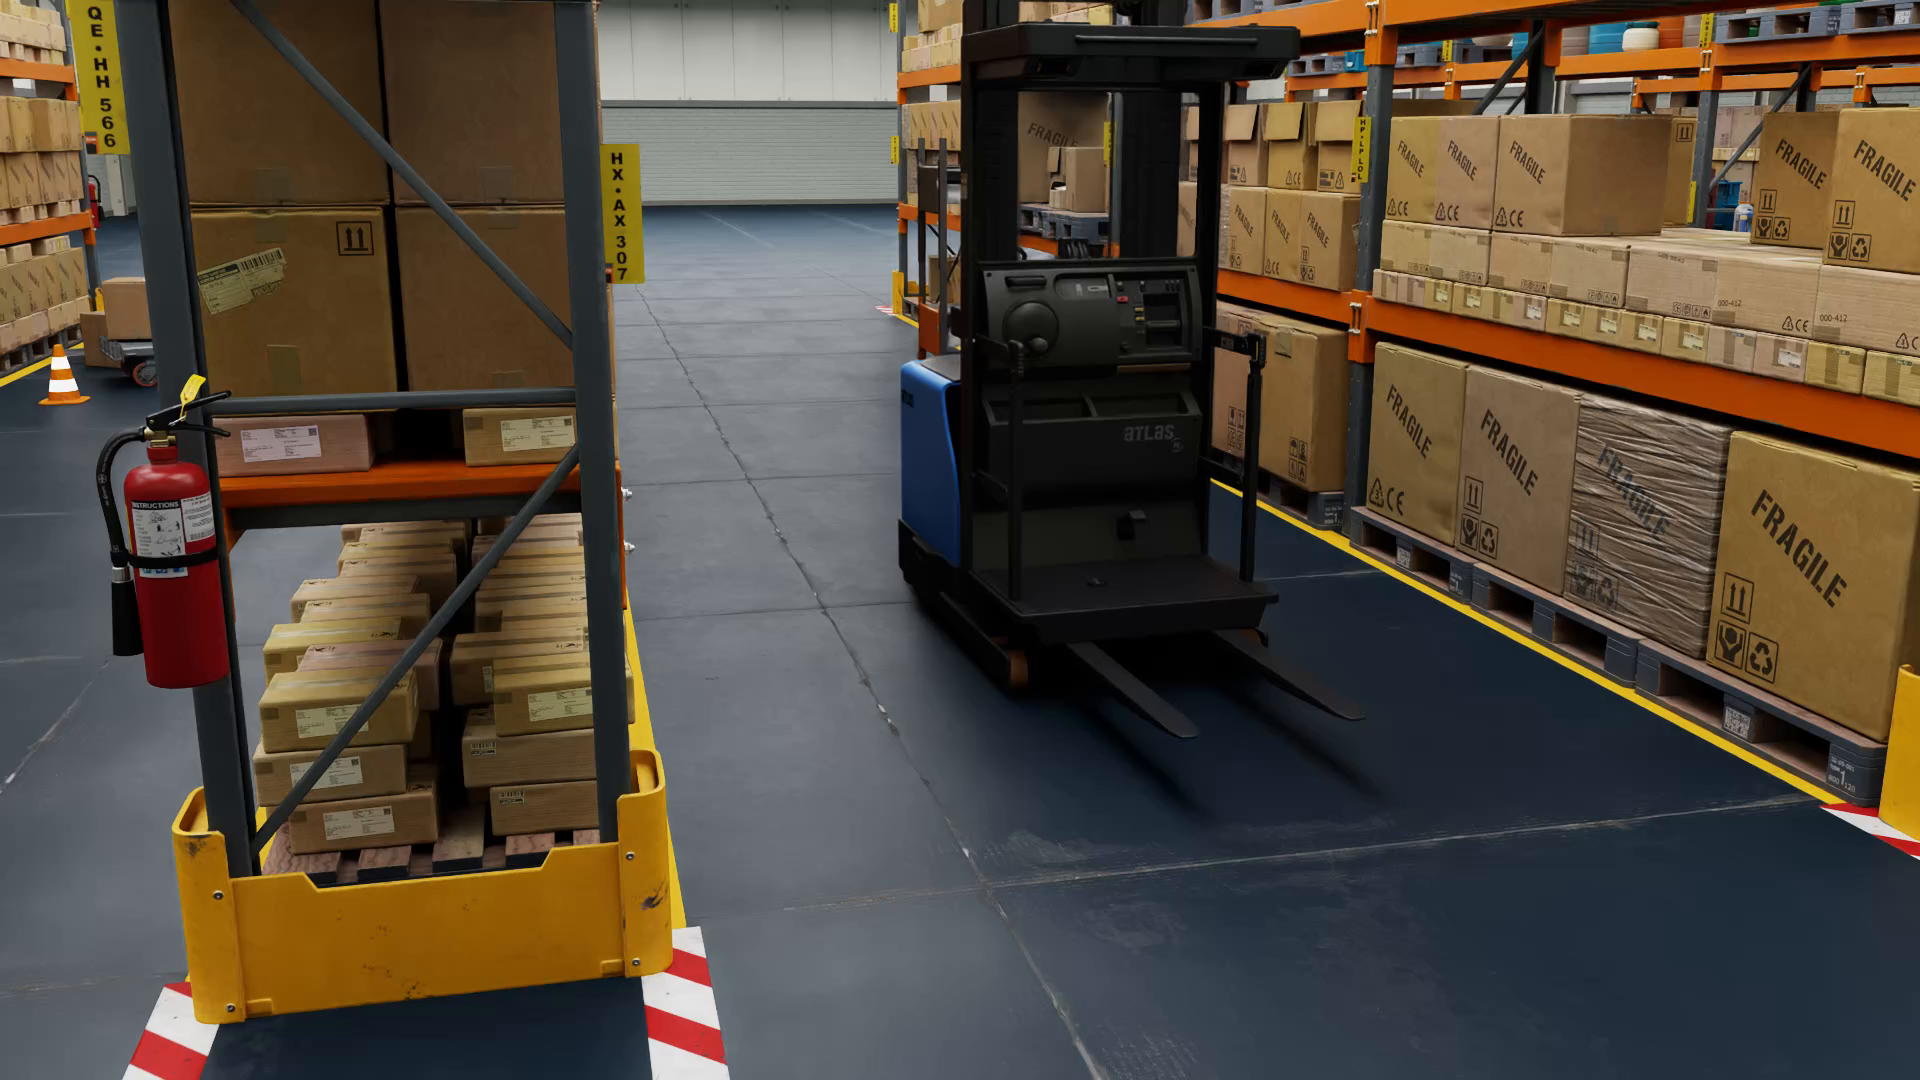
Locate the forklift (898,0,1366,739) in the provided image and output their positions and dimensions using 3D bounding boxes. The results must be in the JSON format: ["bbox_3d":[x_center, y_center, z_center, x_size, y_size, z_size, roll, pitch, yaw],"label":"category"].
[{"bbox_3d":[0.609,-0.904,6.587,1.129,2.867,3.031,-4,14,-16],"label":"forklift"}]

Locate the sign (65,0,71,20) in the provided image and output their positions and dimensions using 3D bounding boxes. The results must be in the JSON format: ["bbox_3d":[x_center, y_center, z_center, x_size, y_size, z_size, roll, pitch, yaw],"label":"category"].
[{"bbox_3d":[-9.335,-5.627,17.455,0.100,0.325,0.005,-3,14,-13],"label":"sign"}]

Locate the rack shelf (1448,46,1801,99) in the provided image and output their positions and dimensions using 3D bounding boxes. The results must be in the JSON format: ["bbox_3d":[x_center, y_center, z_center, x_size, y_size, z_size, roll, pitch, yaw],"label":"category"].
[{"bbox_3d":[5.978,-4.266,15.263,1.077,0.370,4.000,-3,14,-13],"label":"rack shelf"}]

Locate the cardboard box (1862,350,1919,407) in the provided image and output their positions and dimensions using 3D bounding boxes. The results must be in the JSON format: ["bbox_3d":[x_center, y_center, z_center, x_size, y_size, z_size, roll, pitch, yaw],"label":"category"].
[{"bbox_3d":[3.108,-0.517,5.252,0.380,0.149,0.250,-3,14,-12],"label":"cardboard box"}]

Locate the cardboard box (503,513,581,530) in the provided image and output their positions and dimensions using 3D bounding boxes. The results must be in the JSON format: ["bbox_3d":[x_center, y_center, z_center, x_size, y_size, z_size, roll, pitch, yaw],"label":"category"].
[{"bbox_3d":[-1.634,-0.050,6.680,0.380,0.149,0.250,-4,14,-16],"label":"cardboard box"}]

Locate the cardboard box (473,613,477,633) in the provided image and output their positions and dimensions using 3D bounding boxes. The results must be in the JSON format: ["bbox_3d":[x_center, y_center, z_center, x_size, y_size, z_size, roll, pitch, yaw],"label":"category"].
[{"bbox_3d":[-1.469,0.340,5.710,0.380,0.149,0.250,-4,14,-16],"label":"cardboard box"}]

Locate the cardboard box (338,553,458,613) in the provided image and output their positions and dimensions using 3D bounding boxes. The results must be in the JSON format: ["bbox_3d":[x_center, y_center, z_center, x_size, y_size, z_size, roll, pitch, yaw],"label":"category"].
[{"bbox_3d":[-1.962,0.159,5.825,0.380,0.149,0.250,-4,14,-15],"label":"cardboard box"}]

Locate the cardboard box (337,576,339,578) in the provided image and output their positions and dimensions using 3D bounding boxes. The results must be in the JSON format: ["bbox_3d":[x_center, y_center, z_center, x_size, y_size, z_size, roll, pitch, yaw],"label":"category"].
[{"bbox_3d":[-2.160,0.190,6.326,0.380,0.149,0.250,-3,14,-14],"label":"cardboard box"}]

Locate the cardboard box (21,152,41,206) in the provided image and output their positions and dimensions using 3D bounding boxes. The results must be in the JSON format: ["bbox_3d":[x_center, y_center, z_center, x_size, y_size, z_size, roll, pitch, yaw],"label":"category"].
[{"bbox_3d":[-9.156,-3.448,15.881,0.500,0.500,0.500,-3,14,-13],"label":"cardboard box"}]

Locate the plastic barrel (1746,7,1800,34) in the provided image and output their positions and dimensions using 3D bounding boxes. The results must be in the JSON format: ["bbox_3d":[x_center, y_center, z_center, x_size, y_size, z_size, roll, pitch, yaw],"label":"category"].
[{"bbox_3d":[6.672,-4.297,13.639,0.421,0.512,0.421,0,14,0],"label":"plastic barrel"}]

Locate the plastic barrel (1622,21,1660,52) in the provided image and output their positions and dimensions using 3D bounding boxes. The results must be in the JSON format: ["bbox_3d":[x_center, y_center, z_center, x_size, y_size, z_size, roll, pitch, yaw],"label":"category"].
[{"bbox_3d":[5.922,-4.367,14.453,0.301,0.262,0.301,0,14,0],"label":"plastic barrel"}]

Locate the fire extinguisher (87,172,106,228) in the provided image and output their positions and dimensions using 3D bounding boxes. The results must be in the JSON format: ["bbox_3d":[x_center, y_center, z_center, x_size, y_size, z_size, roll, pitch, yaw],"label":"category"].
[{"bbox_3d":[-9.458,-3.728,18.031,0.296,0.674,0.183,-3,14,-13],"label":"fire extinguisher"}]

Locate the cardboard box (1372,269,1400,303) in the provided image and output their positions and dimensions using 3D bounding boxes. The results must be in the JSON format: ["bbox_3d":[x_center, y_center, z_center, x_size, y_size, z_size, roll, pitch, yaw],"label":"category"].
[{"bbox_3d":[2.319,-1.289,8.413,0.380,0.149,0.250,-3,14,-13],"label":"cardboard box"}]

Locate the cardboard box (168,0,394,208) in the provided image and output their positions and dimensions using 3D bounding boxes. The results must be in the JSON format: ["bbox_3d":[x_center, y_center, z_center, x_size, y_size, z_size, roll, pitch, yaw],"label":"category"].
[{"bbox_3d":[-1.682,-1.092,4.134,0.500,0.500,0.500,-4,14,-14],"label":"cardboard box"}]

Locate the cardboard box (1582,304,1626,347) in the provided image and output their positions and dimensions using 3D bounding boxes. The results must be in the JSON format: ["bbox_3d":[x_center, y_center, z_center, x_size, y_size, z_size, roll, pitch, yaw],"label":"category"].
[{"bbox_3d":[2.749,-0.870,6.695,0.380,0.149,0.250,-3,14,-12],"label":"cardboard box"}]

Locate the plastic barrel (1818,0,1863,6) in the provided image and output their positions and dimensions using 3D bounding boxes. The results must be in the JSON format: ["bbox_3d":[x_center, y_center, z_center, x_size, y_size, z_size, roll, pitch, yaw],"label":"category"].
[{"bbox_3d":[6.473,-4.025,12.205,0.294,0.245,0.294,0,14,0],"label":"plastic barrel"}]

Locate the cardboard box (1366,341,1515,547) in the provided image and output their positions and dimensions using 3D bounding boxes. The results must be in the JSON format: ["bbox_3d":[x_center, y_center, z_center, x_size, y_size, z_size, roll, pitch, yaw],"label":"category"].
[{"bbox_3d":[2.650,-0.513,8.299,0.875,0.875,0.875,-3,14,-13],"label":"cardboard box"}]

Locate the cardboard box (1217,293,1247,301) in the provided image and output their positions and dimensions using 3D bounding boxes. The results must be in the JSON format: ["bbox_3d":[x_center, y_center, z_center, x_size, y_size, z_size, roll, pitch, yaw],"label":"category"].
[{"bbox_3d":[1.977,-1.226,11.218,1.225,0.875,0.875,-3,14,-13],"label":"cardboard box"}]

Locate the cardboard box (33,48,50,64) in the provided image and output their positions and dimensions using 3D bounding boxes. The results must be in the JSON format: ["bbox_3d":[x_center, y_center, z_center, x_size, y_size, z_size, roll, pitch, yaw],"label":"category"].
[{"bbox_3d":[-9.403,-4.863,16.723,0.380,0.149,0.250,-3,14,-11],"label":"cardboard box"}]

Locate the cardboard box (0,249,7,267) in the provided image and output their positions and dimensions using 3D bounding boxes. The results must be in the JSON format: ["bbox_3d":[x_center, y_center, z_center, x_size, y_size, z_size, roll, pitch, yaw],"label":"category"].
[{"bbox_3d":[-8.786,-2.522,14.892,0.380,0.149,0.250,-3,14,-12],"label":"cardboard box"}]

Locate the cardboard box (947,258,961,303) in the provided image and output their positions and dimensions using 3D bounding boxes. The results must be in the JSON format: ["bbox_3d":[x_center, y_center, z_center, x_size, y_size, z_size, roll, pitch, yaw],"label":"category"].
[{"bbox_3d":[0.058,-2.975,19.166,0.500,0.500,0.500,0,14,2],"label":"cardboard box"}]

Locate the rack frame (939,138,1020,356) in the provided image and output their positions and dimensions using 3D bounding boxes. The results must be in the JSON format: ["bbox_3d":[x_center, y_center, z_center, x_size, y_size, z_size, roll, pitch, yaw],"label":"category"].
[{"bbox_3d":[0.096,-0.926,8.291,0.400,2.100,0.015,-3,14,-13],"label":"rack frame"}]

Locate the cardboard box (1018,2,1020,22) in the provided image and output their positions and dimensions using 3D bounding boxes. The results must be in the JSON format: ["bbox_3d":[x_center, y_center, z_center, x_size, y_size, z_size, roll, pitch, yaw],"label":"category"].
[{"bbox_3d":[0.708,-4.941,15.408,0.797,0.503,0.637,-4,14,-16],"label":"cardboard box"}]

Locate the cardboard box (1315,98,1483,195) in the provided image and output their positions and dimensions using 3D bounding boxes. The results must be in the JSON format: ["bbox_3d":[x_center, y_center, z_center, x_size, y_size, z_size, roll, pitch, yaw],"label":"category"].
[{"bbox_3d":[2.414,-2.181,9.208,0.797,0.503,0.637,-4,14,-15],"label":"cardboard box"}]

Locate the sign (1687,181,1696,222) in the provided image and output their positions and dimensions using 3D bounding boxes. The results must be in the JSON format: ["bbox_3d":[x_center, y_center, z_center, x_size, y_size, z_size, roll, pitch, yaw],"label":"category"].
[{"bbox_3d":[5.914,-2.744,13.493,0.100,0.325,0.005,-3,14,-13],"label":"sign"}]

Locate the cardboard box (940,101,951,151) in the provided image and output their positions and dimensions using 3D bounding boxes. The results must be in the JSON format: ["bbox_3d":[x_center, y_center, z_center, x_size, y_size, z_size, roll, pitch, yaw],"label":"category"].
[{"bbox_3d":[0.085,-4.341,17.433,0.500,0.500,0.500,-3,14,-13],"label":"cardboard box"}]

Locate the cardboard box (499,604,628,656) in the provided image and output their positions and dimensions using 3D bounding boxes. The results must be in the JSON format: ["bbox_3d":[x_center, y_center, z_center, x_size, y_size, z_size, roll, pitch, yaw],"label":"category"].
[{"bbox_3d":[-1.242,0.308,5.215,0.380,0.149,0.250,-3,14,-13],"label":"cardboard box"}]

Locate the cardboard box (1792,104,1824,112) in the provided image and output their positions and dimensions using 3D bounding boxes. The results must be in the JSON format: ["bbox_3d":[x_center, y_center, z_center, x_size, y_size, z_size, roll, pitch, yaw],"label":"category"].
[{"bbox_3d":[10.093,-4.792,19.277,0.700,0.500,0.500,-3,14,-13],"label":"cardboard box"}]

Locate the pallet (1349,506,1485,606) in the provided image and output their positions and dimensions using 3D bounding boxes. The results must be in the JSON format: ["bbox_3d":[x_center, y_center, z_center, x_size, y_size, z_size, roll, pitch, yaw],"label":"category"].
[{"bbox_3d":[2.675,0.036,8.333,1.003,0.211,1.213,-3,14,-13],"label":"pallet"}]

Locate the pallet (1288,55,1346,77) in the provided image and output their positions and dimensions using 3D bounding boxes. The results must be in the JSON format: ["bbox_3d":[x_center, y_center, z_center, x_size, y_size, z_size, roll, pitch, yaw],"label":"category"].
[{"bbox_3d":[4.668,-5.711,20.062,1.003,0.211,1.213,-3,14,-13],"label":"pallet"}]

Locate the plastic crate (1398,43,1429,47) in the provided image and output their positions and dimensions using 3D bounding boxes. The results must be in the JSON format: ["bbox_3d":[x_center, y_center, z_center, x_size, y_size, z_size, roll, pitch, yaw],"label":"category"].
[{"bbox_3d":[5.309,-5.569,19.113,0.392,0.384,0.575,-3,14,-13],"label":"plastic crate"}]

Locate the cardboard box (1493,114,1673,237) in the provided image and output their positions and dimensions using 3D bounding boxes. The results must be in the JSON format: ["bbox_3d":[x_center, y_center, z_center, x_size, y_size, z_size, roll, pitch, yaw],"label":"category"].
[{"bbox_3d":[2.671,-1.575,7.164,0.500,0.500,0.500,-4,14,-15],"label":"cardboard box"}]

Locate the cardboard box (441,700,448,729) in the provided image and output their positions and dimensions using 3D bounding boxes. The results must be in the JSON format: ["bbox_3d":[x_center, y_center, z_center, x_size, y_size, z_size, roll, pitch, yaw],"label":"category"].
[{"bbox_3d":[-1.867,0.573,5.382,0.380,0.149,0.250,-3,14,-13],"label":"cardboard box"}]

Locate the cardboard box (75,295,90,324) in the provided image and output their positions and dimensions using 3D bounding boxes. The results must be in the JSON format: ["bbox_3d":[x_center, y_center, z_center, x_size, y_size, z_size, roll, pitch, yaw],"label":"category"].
[{"bbox_3d":[-9.422,-2.405,17.360,0.500,0.250,0.500,-3,14,-13],"label":"cardboard box"}]

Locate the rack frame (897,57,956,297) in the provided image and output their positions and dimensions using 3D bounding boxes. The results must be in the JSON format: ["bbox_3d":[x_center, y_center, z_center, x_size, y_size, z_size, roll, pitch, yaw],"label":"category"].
[{"bbox_3d":[-0.246,-4.266,20.069,1.000,3.000,0.127,-3,14,-13],"label":"rack frame"}]

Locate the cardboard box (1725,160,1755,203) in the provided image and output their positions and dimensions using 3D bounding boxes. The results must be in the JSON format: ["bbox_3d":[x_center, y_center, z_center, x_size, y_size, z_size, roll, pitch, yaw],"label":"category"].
[{"bbox_3d":[9.848,-4.401,20.409,0.700,0.500,0.500,-3,14,-11],"label":"cardboard box"}]

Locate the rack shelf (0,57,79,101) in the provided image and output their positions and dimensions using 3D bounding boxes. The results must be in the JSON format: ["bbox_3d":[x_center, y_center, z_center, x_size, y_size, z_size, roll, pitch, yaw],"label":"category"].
[{"bbox_3d":[-9.409,-4.360,15.649,1.077,0.370,4.000,-3,14,-13],"label":"rack shelf"}]

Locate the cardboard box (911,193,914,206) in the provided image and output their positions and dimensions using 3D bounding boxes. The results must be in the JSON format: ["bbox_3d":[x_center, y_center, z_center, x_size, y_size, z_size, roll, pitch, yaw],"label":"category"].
[{"bbox_3d":[-0.371,-4.006,19.535,0.380,0.149,0.250,-3,14,-13],"label":"cardboard box"}]

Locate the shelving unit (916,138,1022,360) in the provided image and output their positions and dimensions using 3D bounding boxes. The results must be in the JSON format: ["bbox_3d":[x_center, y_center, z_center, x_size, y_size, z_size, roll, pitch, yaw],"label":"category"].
[{"bbox_3d":[0.039,-0.982,8.522,0.431,2.100,0.503,-3,14,-13],"label":"shelving unit"}]

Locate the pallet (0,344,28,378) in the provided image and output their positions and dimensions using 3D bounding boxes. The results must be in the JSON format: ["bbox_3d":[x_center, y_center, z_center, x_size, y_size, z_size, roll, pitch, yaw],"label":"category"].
[{"bbox_3d":[-9.131,-1.589,14.988,1.003,0.211,1.213,-3,14,-13],"label":"pallet"}]

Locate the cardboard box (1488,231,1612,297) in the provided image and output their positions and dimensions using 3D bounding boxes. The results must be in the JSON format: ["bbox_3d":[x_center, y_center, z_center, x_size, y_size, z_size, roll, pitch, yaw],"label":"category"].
[{"bbox_3d":[2.667,-1.212,7.258,0.500,0.250,0.500,-3,14,-12],"label":"cardboard box"}]

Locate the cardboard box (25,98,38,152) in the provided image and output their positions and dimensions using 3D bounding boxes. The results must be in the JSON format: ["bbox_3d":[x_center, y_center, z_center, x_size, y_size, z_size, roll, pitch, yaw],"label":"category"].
[{"bbox_3d":[-9.233,-3.935,15.769,0.700,0.500,0.500,-3,14,-14],"label":"cardboard box"}]

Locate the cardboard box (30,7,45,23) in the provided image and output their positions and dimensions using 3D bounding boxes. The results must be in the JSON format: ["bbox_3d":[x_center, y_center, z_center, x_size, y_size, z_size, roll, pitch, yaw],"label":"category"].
[{"bbox_3d":[-9.411,-5.255,16.646,0.380,0.149,0.250,-3,14,-14],"label":"cardboard box"}]

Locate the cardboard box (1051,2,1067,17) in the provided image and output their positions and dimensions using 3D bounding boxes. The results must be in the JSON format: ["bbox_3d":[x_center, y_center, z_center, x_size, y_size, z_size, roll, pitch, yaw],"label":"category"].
[{"bbox_3d":[1.045,-4.498,13.434,0.500,0.500,0.500,-3,14,-12],"label":"cardboard box"}]

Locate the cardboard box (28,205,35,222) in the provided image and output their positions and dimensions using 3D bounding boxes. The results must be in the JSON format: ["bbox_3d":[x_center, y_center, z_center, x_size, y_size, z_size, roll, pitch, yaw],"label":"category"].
[{"bbox_3d":[-9.079,-3.112,15.873,0.380,0.149,0.250,-3,14,-13],"label":"cardboard box"}]

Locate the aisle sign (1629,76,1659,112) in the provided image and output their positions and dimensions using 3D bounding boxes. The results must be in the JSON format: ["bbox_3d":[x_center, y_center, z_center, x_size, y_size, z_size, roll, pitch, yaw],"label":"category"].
[{"bbox_3d":[9.071,-6.078,22.009,0.394,0.787,0.004,-3,14,-13],"label":"aisle sign"}]

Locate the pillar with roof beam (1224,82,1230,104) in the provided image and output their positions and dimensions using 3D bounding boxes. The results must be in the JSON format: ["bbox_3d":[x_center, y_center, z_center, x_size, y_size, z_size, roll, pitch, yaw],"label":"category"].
[{"bbox_3d":[3.973,-14.576,49.629,9.100,9.000,0.400,-3,14,-13],"label":"pillar with roof beam"}]

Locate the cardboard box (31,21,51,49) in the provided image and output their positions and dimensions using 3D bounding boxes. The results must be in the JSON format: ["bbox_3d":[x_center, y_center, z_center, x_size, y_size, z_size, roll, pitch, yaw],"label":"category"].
[{"bbox_3d":[-9.393,-5.023,16.535,0.500,0.250,0.500,-3,14,-14],"label":"cardboard box"}]

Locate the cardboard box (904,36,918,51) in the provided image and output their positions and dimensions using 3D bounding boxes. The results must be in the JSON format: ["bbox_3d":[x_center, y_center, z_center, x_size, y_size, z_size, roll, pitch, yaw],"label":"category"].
[{"bbox_3d":[-0.439,-5.703,19.104,0.380,0.149,0.250,-3,14,-12],"label":"cardboard box"}]

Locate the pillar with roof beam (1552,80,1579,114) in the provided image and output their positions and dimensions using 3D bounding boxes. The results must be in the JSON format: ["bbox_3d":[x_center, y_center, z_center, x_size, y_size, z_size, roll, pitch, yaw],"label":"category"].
[{"bbox_3d":[8.201,-10.424,32.633,9.100,9.000,0.400,-3,14,-13],"label":"pillar with roof beam"}]

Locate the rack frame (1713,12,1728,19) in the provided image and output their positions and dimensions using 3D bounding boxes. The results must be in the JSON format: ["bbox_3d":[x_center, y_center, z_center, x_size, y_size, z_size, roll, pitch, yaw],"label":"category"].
[{"bbox_3d":[6.447,-5.611,12.933,1.000,3.000,0.127,-3,14,-13],"label":"rack frame"}]

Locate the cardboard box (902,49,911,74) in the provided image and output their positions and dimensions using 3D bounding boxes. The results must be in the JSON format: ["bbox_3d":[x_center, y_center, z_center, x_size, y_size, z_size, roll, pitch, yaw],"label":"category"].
[{"bbox_3d":[-0.384,-5.525,19.217,0.500,0.250,0.500,-3,14,-12],"label":"cardboard box"}]
